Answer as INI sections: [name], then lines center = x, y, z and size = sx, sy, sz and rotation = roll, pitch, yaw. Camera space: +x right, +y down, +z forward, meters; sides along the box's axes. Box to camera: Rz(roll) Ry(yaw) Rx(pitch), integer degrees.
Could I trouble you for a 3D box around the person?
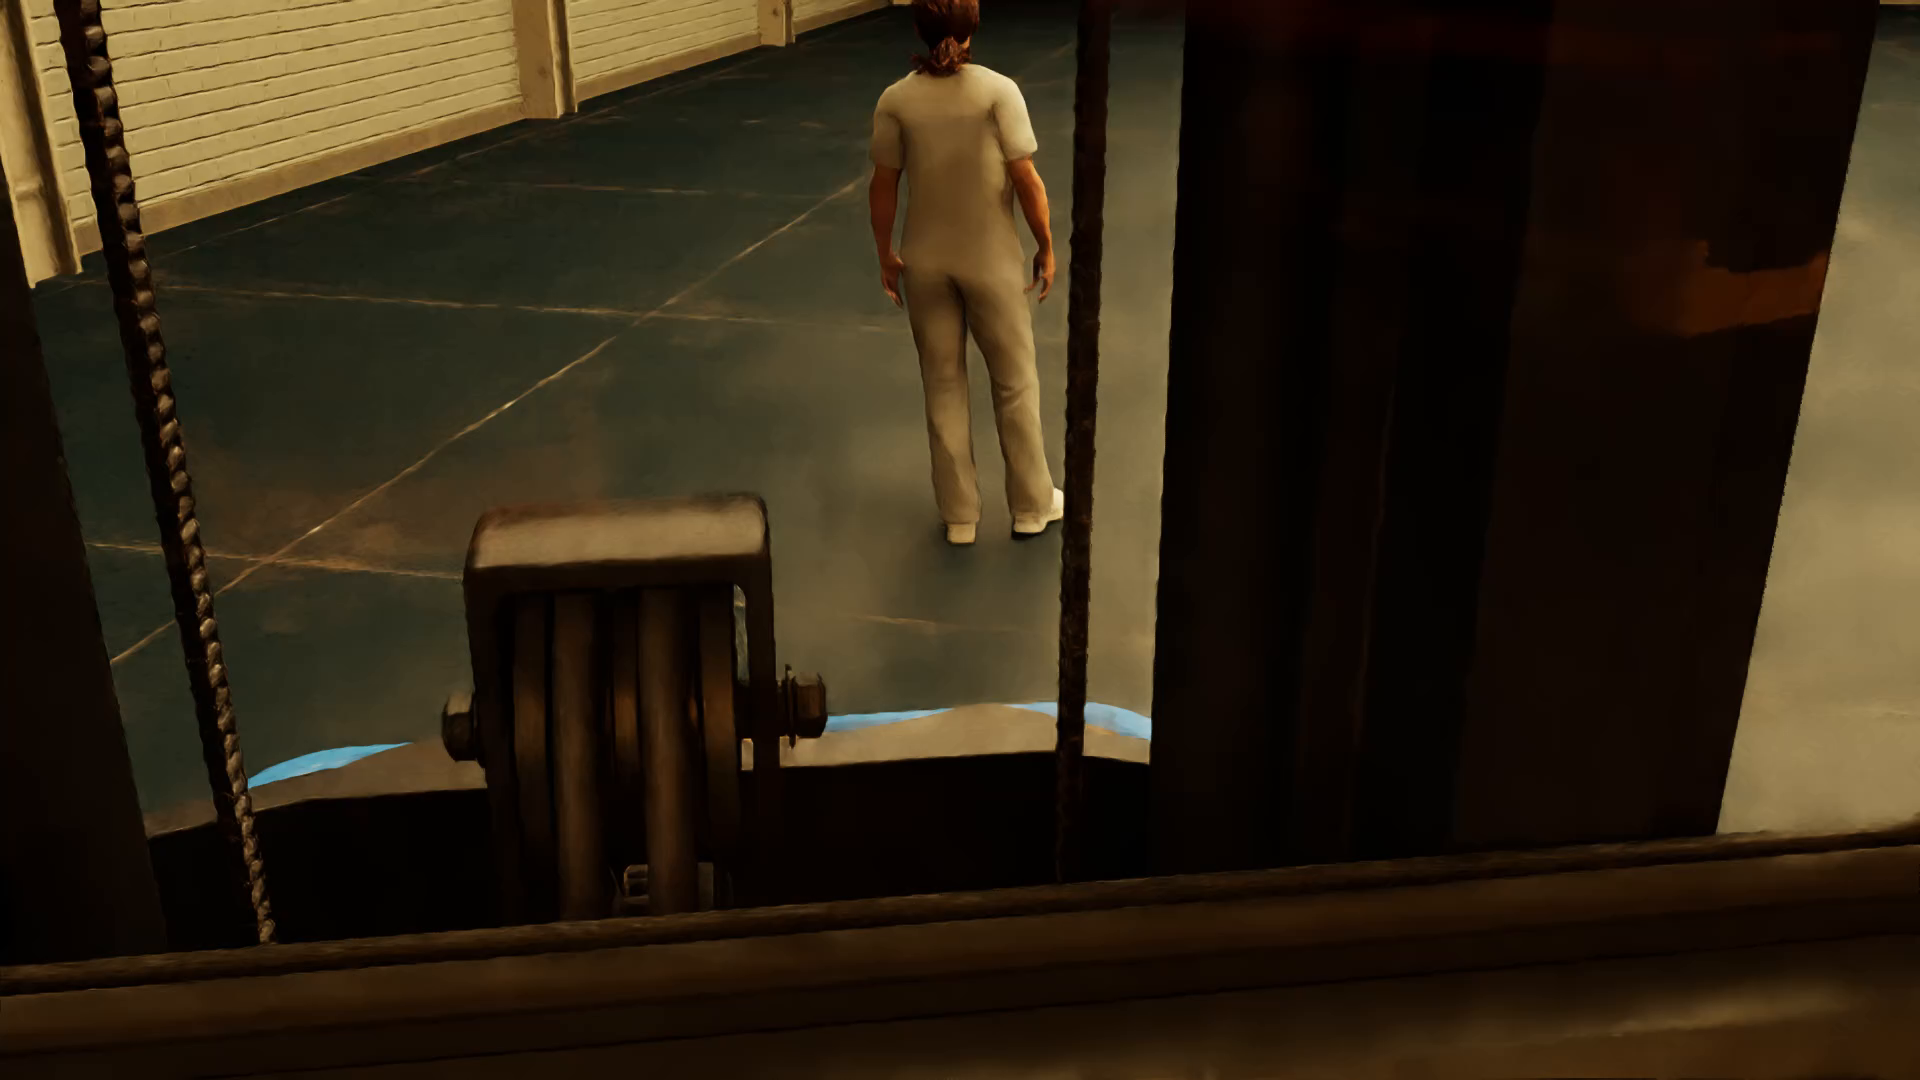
[person]
center = 0.029, -0.803, 4.896
size = 0.550, 1.660, 0.548
rotation = 5, 23, 11
